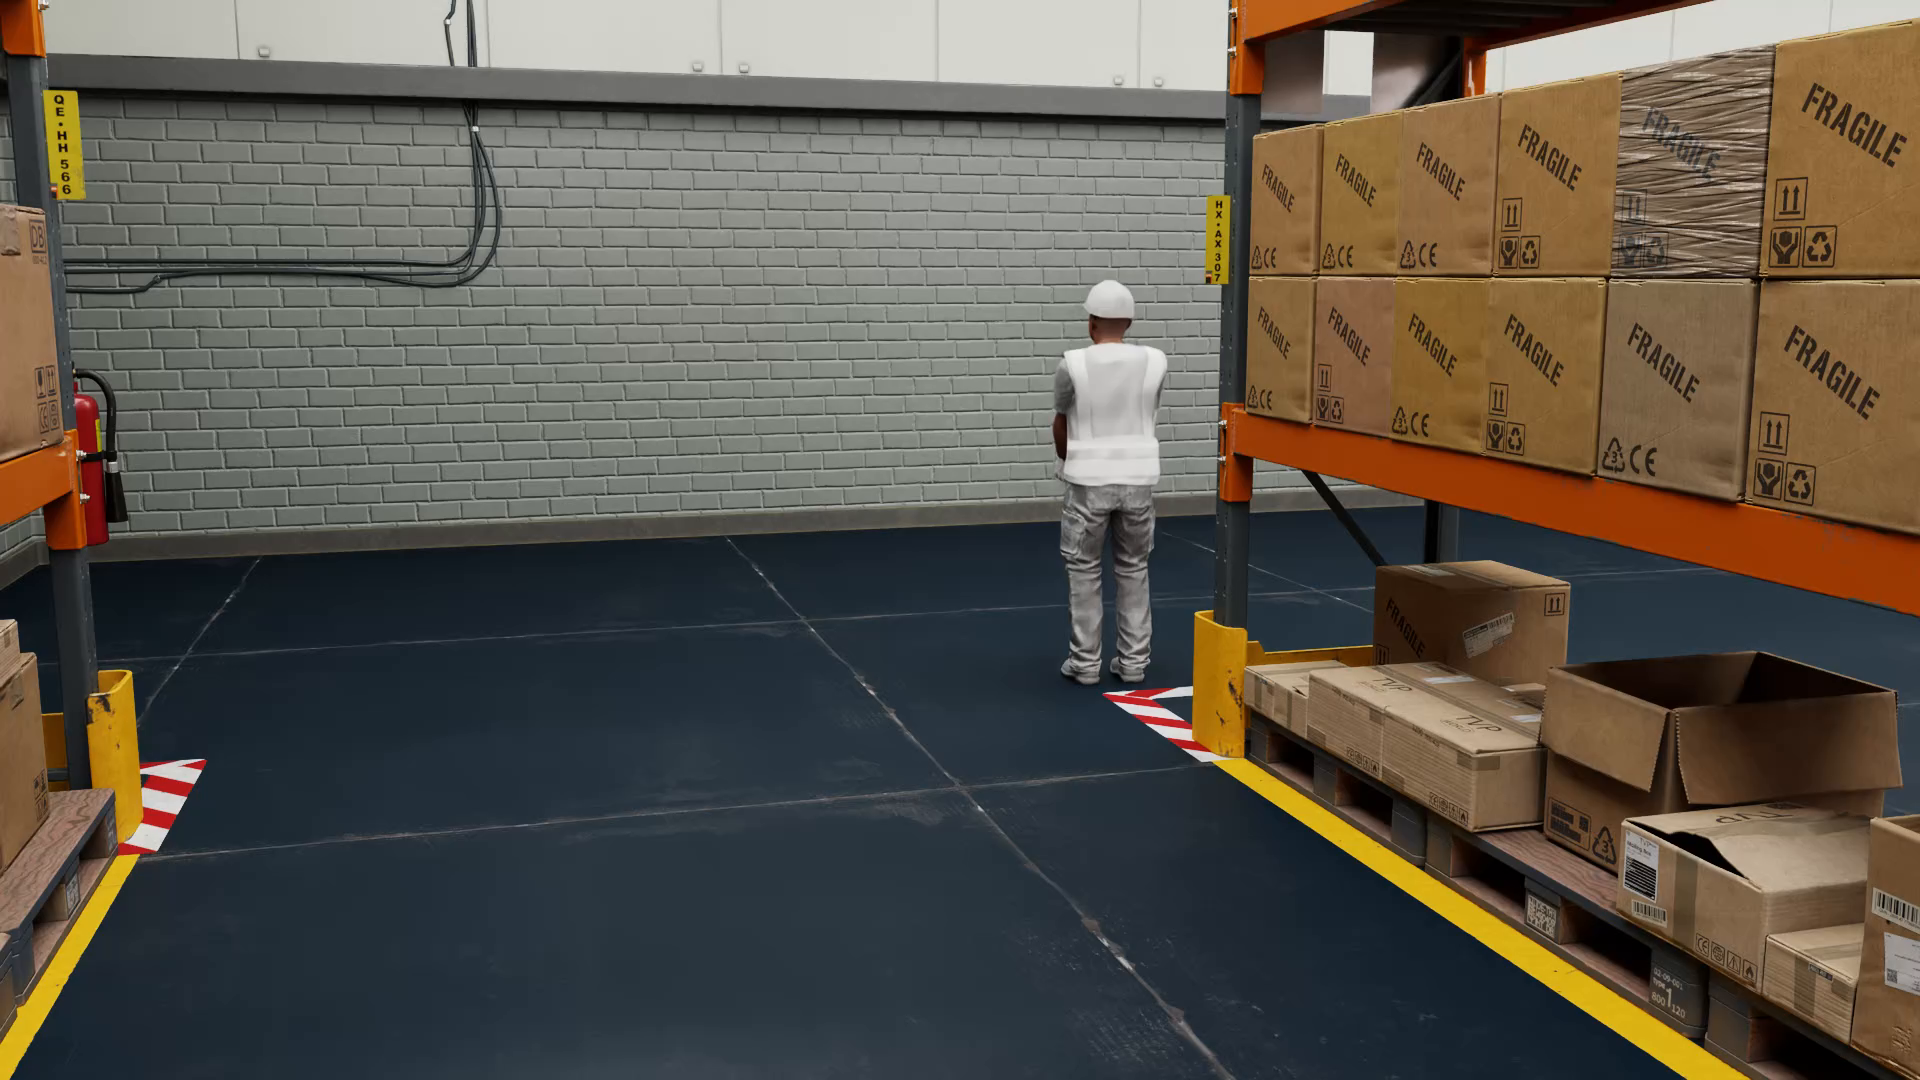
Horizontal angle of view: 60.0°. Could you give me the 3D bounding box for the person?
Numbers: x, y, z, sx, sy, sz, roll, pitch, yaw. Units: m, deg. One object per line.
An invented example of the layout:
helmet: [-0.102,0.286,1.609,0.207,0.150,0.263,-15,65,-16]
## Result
person: [0.631,-0.260,7.422,0.490,1.782,0.576,-2,9,-12]
